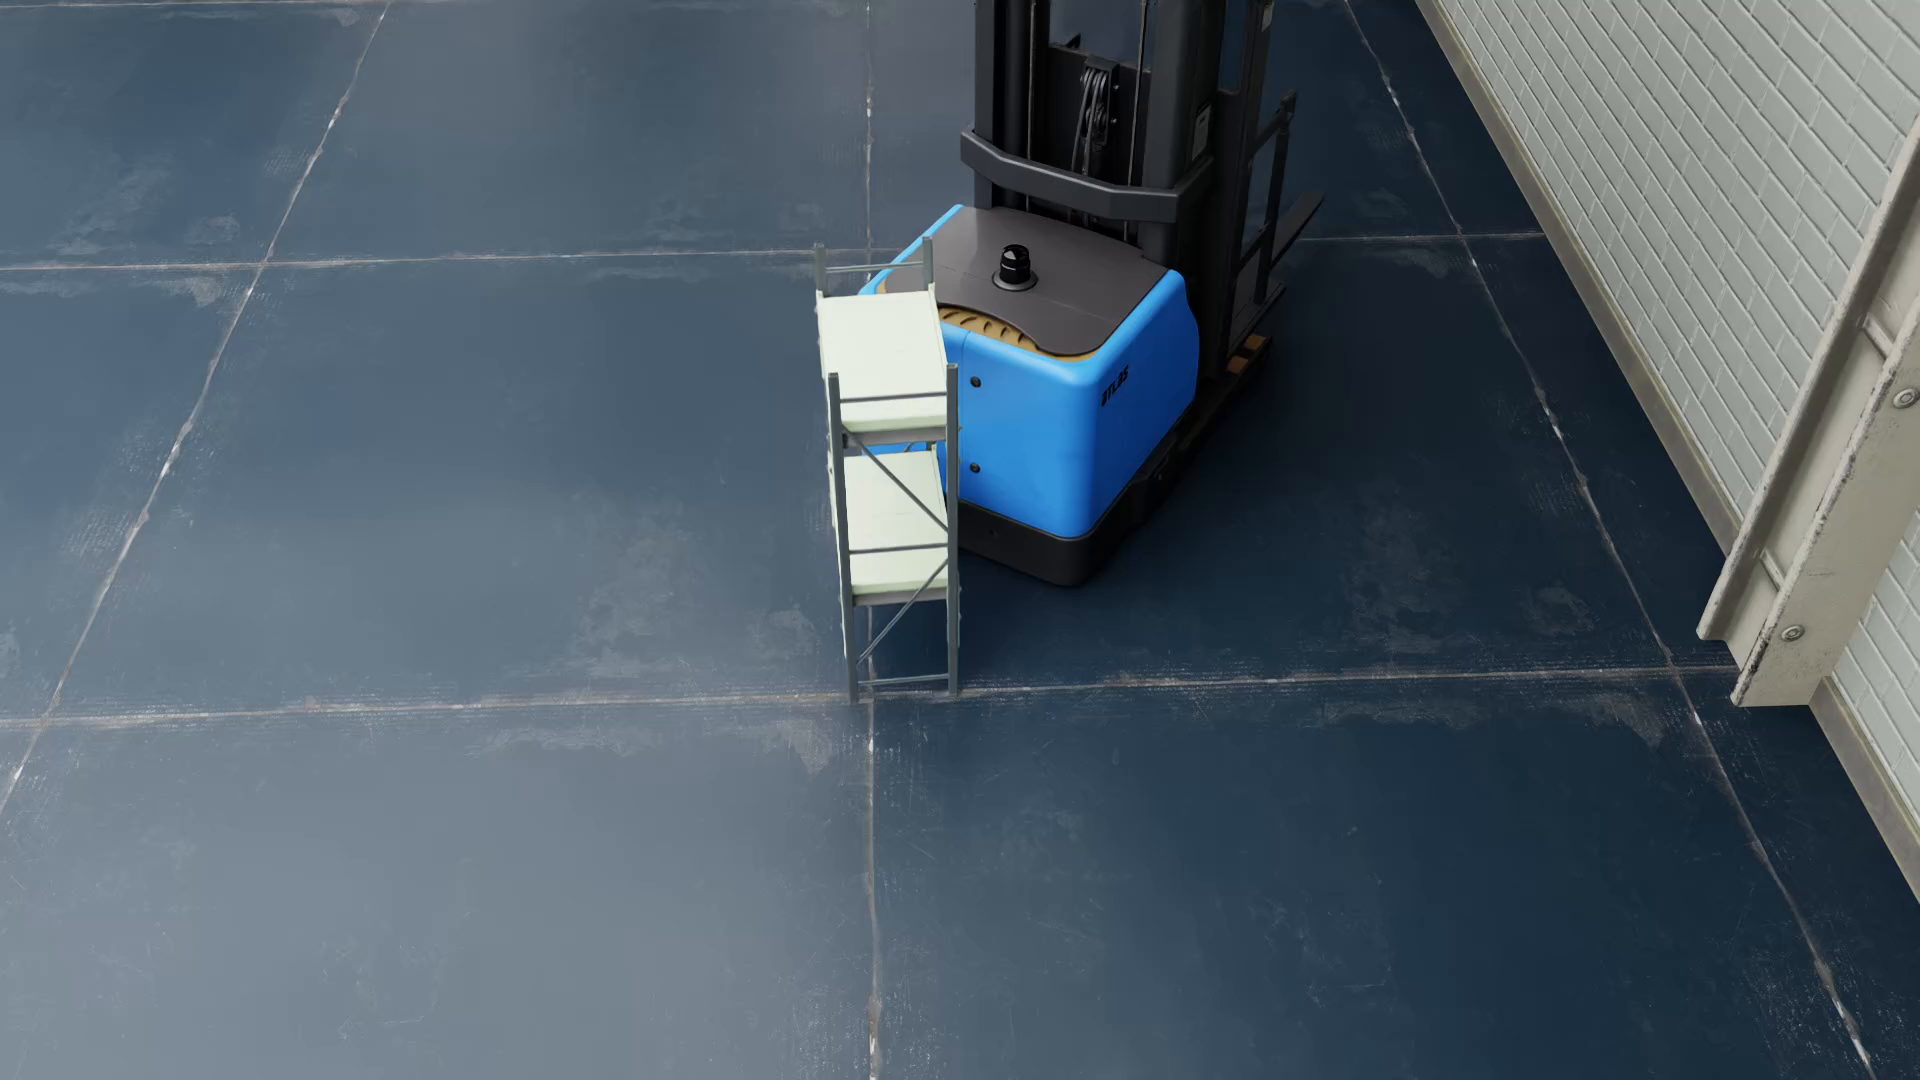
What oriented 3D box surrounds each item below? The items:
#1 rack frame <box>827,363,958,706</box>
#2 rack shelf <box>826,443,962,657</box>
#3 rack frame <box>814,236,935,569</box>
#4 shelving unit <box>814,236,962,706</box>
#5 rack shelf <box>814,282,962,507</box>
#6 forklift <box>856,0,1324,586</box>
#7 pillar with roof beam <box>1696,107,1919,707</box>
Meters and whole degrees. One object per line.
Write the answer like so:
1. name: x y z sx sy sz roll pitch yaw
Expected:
1. rack frame: -0.206 0.032 5.605 0.400 1.500 0.023 -5 43 -5
2. rack shelf: -0.250 0.027 6.093 0.431 0.370 0.720 -5 43 -5
3. rack frame: -0.293 -0.459 6.141 0.400 1.500 0.023 -5 43 -5
4. shelving unit: -0.250 -0.214 5.873 0.431 1.500 0.755 -5 43 -5
5. rack shelf: -0.250 -0.501 5.609 0.431 0.370 0.720 -5 43 -5
6. forklift: 0.766 -1.884 6.636 1.130 2.935 3.031 22 47 22
7. pillar with roof beam: -1.318 -2.723 3.061 9.100 9.000 0.400 -2 43 -2
